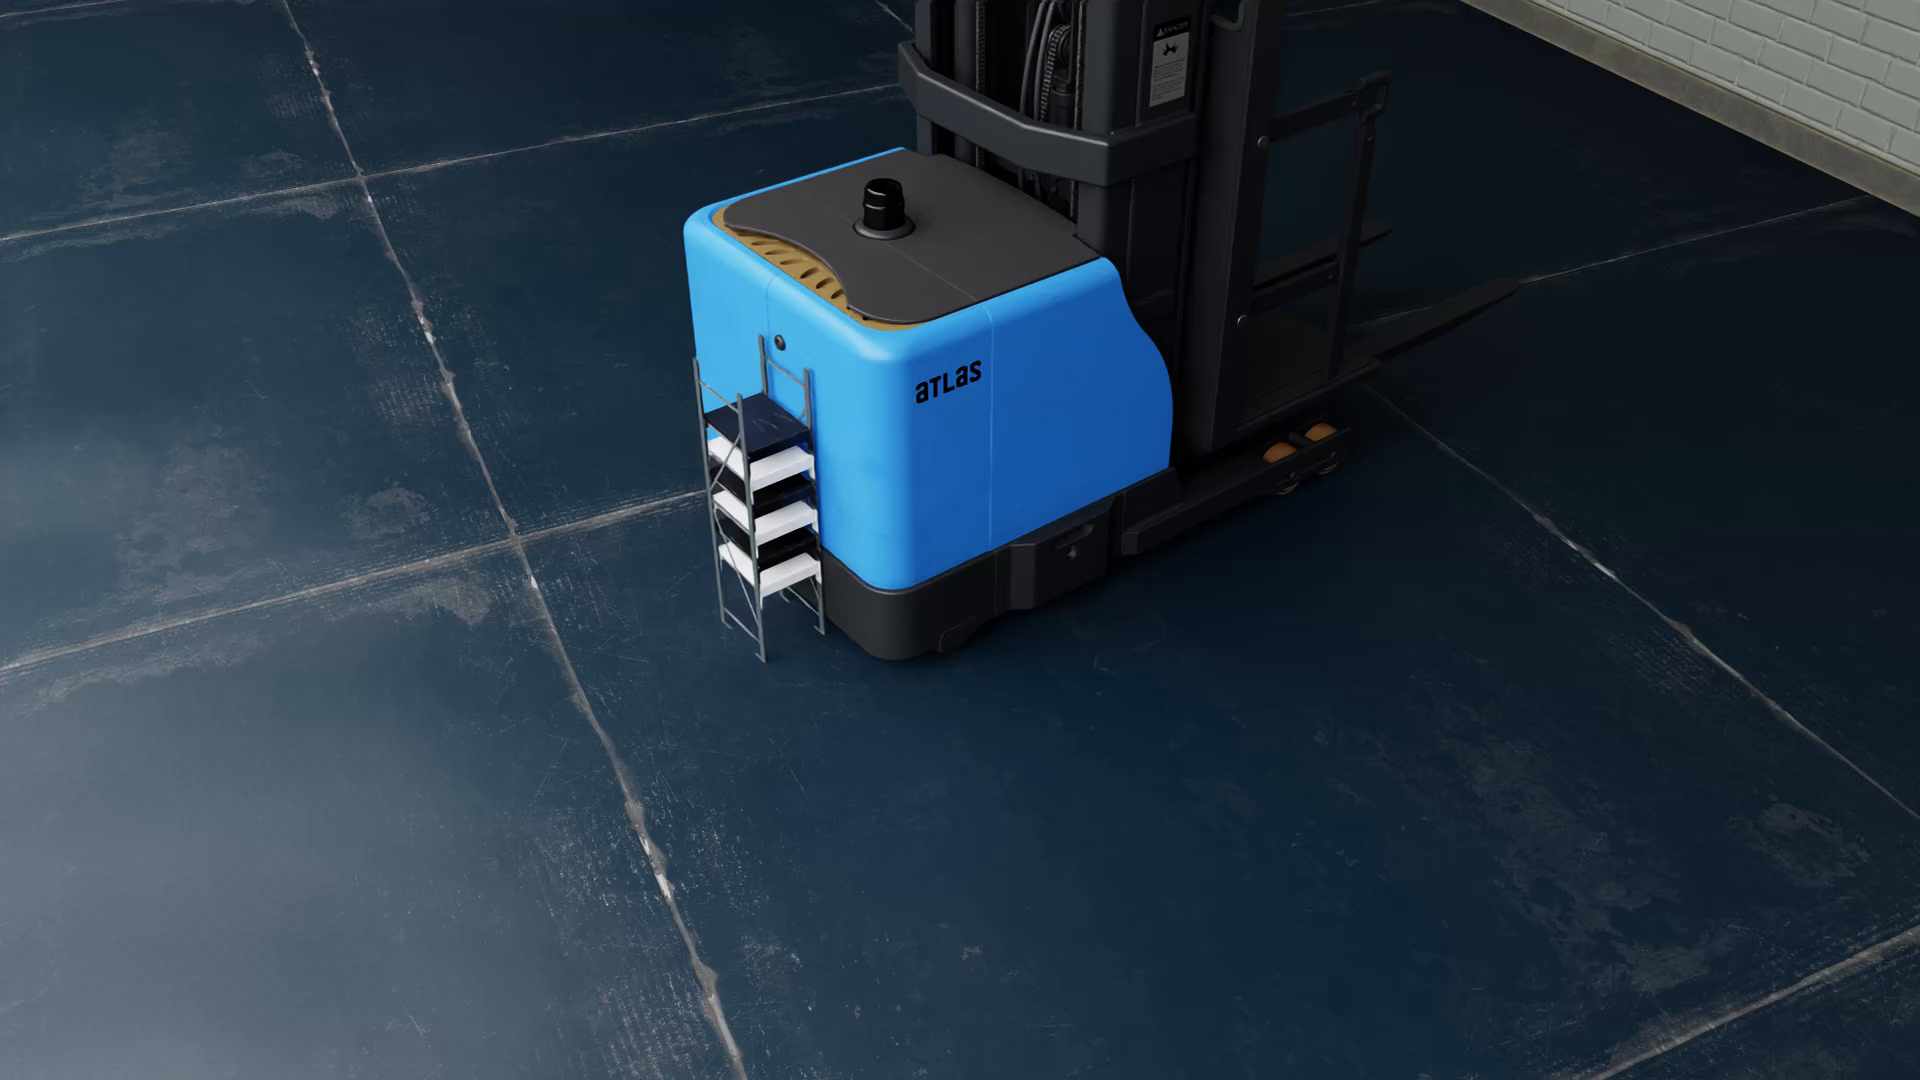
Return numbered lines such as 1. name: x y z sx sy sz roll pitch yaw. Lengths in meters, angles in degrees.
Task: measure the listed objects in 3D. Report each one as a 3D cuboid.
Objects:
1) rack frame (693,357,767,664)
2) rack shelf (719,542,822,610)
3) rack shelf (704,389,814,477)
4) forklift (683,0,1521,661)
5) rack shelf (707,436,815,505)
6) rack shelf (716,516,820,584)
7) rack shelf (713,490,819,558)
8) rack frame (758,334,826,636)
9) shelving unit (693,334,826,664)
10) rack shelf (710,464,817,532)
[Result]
1. rack frame: -0.630 -0.064 4.581 0.006 0.900 0.240 -25 43 -29
2. rack shelf: -0.550 0.070 4.758 0.200 0.077 0.258 -25 43 -29
3. rack shelf: -0.550 -0.291 4.490 0.200 0.077 0.258 -25 43 -29
4. forklift: 0.677 -1.553 4.883 3.031 2.935 1.130 -25 43 -29
5. rack shelf: -0.550 -0.219 4.543 0.200 0.077 0.258 -25 43 -29
6. rack shelf: -0.550 -0.002 4.704 0.200 0.077 0.258 -25 43 -29
7. rack shelf: -0.550 -0.074 4.651 0.200 0.077 0.258 -25 43 -29
8. rack frame: -0.469 -0.138 4.681 0.006 0.900 0.240 -25 43 -29
9. shelving unit: -0.550 -0.101 4.631 0.210 0.900 0.258 -25 43 -29
10. rack shelf: -0.550 -0.147 4.597 0.200 0.077 0.258 -25 43 -29
